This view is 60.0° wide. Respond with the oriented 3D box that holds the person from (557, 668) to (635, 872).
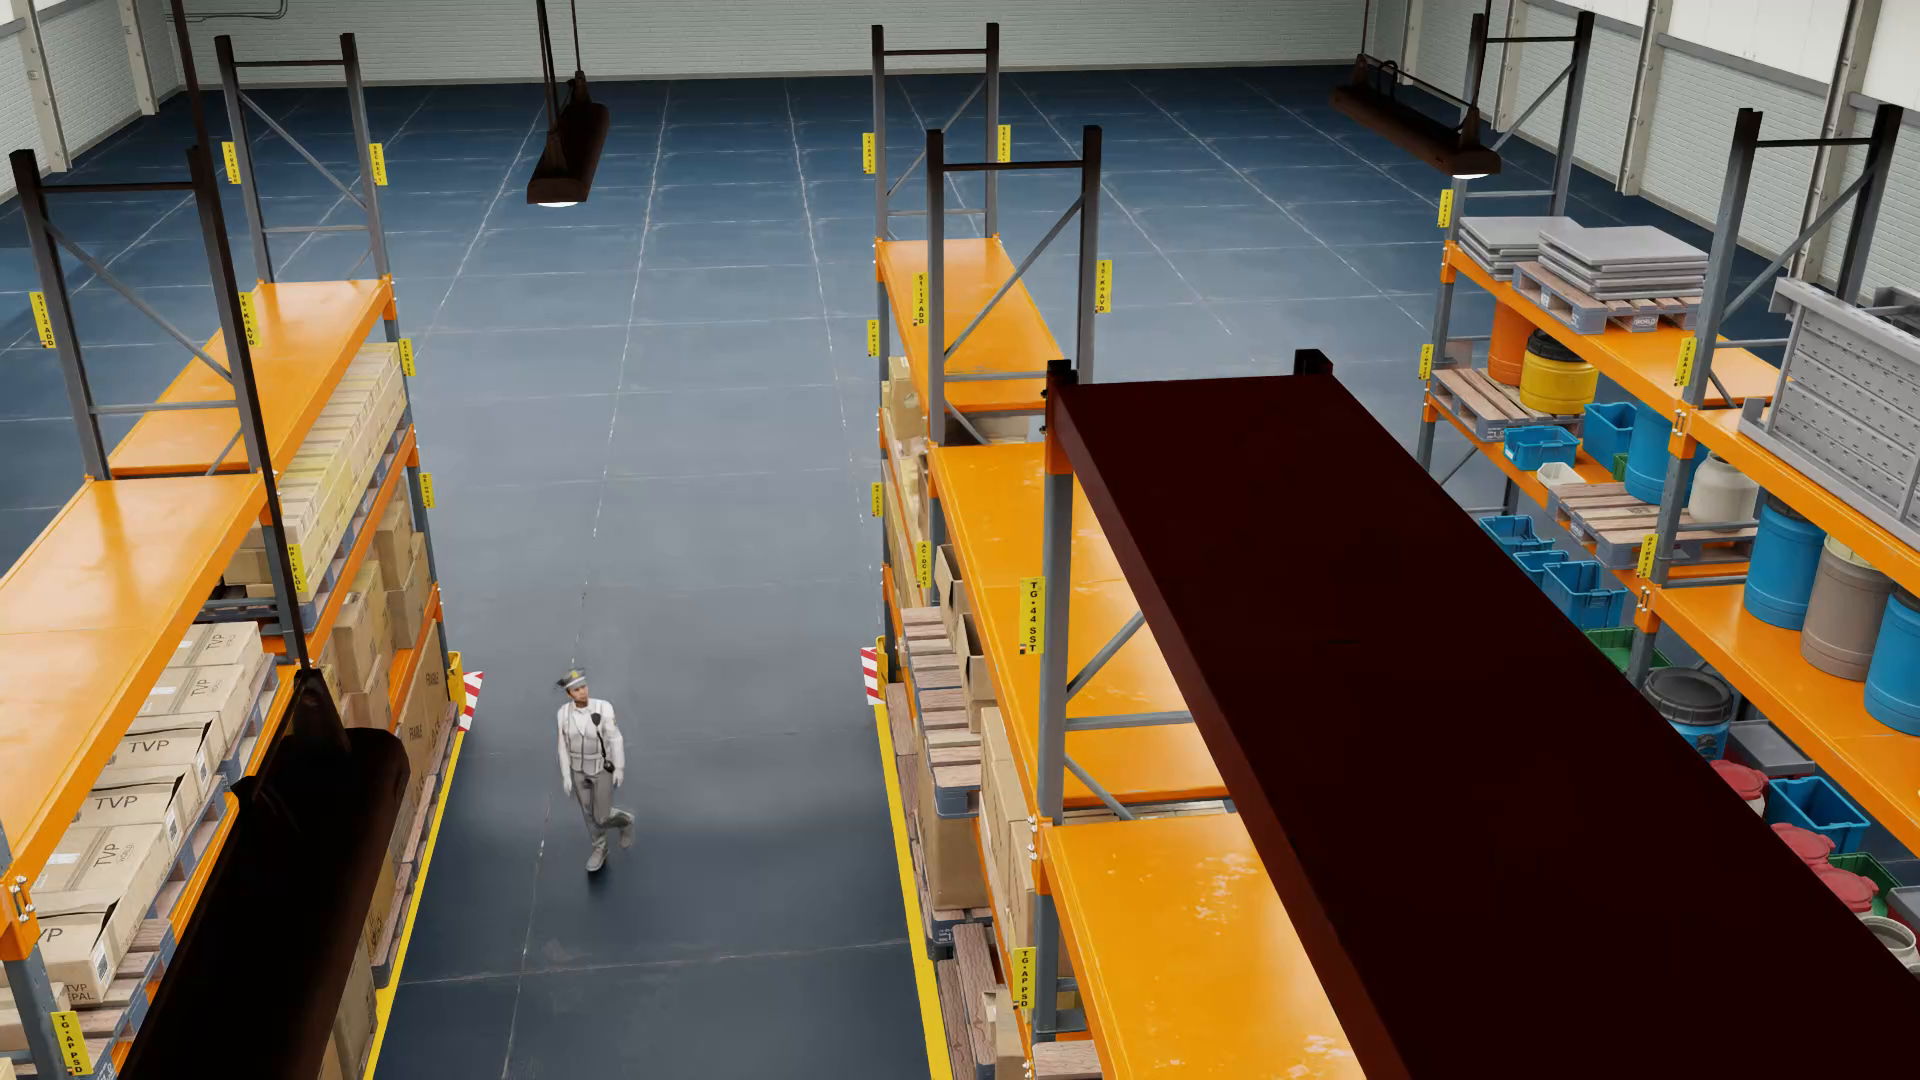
[{"bbox_3d":[-2.846,1.753,12.851,0.490,1.679,0.480,12,28,23],"label":"person"}]
